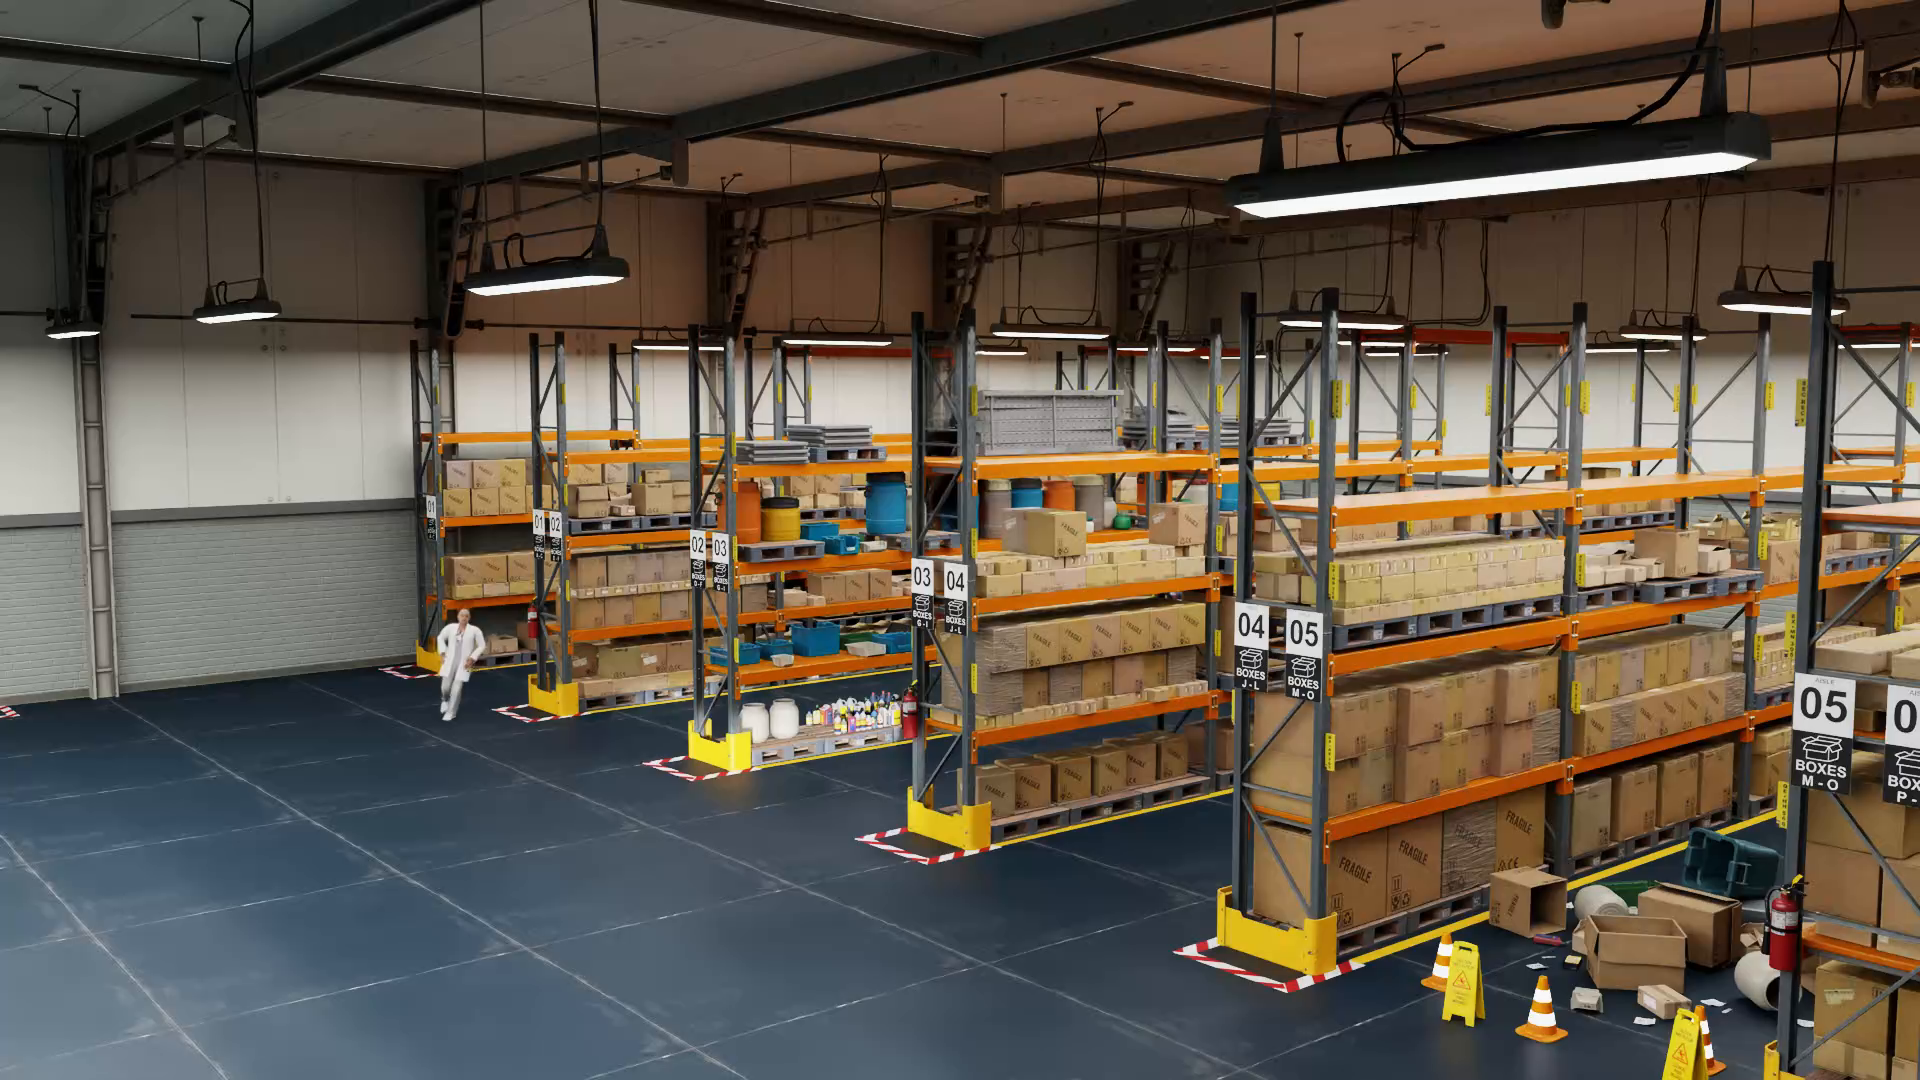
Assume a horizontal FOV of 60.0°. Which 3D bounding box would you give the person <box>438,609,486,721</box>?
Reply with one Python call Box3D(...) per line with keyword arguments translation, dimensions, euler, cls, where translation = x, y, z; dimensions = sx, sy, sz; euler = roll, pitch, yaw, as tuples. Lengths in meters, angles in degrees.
Box3D(translation=(-7.748, 1.926, 25.856), dimensions=(0.754, 1.731, 0.605), euler=(-1, 5, -7), cls="person")
